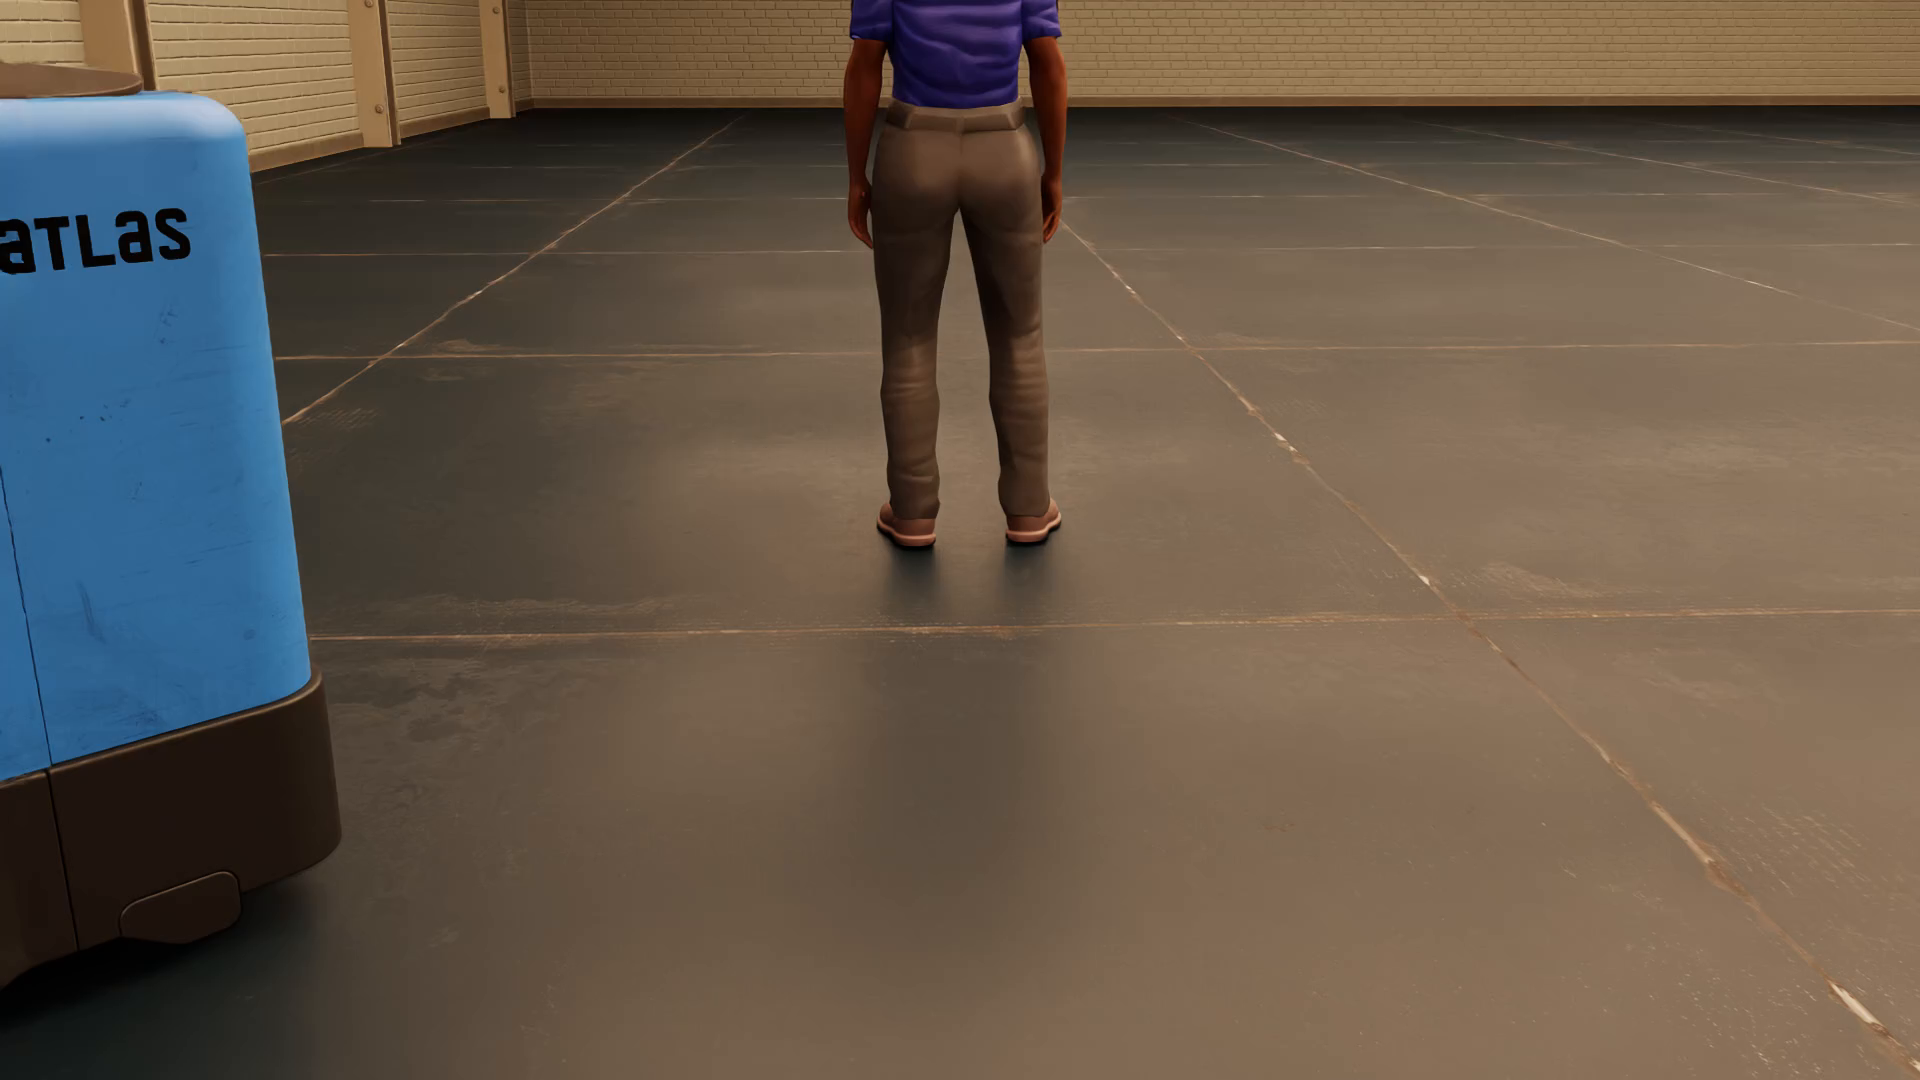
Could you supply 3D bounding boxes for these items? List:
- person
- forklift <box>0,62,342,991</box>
[{"bbox_3d":[-0.002,-0.801,3.714,0.513,1.654,0.349,-1,17,-5],"label":"person"},{"bbox_3d":[-2.238,-0.696,1.182,1.130,2.935,3.031,16,23,41],"label":"forklift"}]
